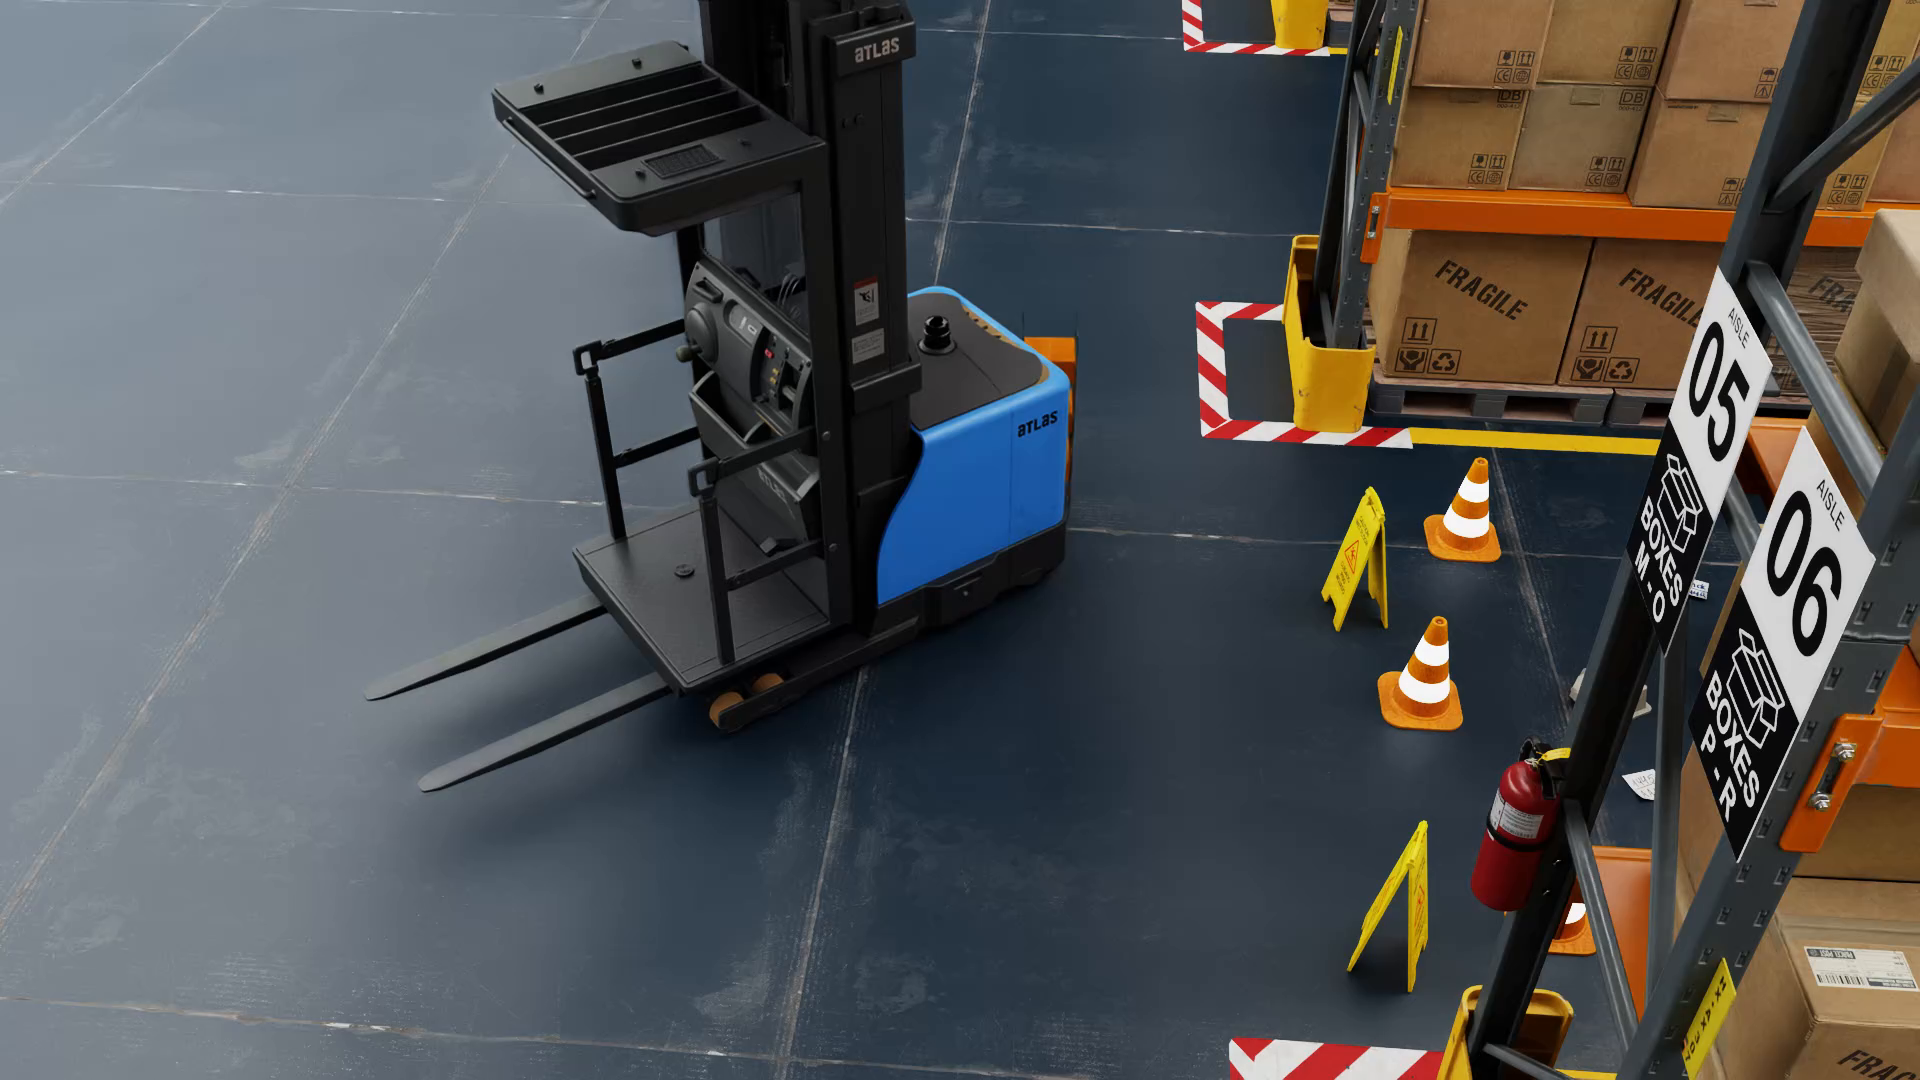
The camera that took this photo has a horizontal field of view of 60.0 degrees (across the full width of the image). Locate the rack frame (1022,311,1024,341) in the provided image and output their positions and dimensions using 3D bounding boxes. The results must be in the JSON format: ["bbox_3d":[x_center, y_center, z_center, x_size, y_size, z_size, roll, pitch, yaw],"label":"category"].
[{"bbox_3d":[0.284,-0.569,7.788,0.008,1.050,0.200,1,39,1],"label":"rack frame"}]

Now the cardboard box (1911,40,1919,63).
[{"bbox_3d":[4.520,-2.461,7.594,0.550,0.550,0.875,3,39,4],"label":"cardboard box"}]

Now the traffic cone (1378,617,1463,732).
[{"bbox_3d":[1.954,0.511,6.927,0.334,0.463,0.336,3,39,4],"label":"traffic cone"}]

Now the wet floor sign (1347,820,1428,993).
[{"bbox_3d":[1.560,1.261,5.860,0.232,0.644,0.267,16,42,19],"label":"wet floor sign"}]

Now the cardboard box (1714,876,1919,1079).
[{"bbox_3d":[2.105,1.077,3.906,0.500,0.500,0.500,3,39,3],"label":"cardboard box"}]

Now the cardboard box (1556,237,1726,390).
[{"bbox_3d":[3.542,-1.384,8.596,0.875,0.875,0.875,3,39,3],"label":"cardboard box"}]

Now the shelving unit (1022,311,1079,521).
[{"bbox_3d":[0.406,-0.567,7.785,0.252,1.050,0.215,1,39,1],"label":"shelving unit"}]

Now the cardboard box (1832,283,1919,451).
[{"bbox_3d":[2.190,-0.331,3.458,0.500,0.250,0.500,3,39,3],"label":"cardboard box"}]

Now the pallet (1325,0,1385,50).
[{"bbox_3d":[3.394,-4.049,12.728,1.213,0.211,1.003,3,39,4],"label":"pallet"}]

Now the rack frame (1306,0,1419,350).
[{"bbox_3d":[1.984,-2.087,8.109,0.127,3.000,1.000,3,39,4],"label":"rack frame"}]

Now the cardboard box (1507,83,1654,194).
[{"bbox_3d":[2.907,-2.138,8.052,0.550,0.550,0.875,3,39,4],"label":"cardboard box"}]

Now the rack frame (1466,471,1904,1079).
[{"bbox_3d":[1.657,1.031,4.277,0.127,3.000,1.000,3,39,4],"label":"rack frame"}]

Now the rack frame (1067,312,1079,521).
[{"bbox_3d":[0.528,-0.564,7.782,0.008,1.050,0.200,1,39,1],"label":"rack frame"}]

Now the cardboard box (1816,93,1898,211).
[{"bbox_3d":[3.986,-2.025,7.914,0.500,0.550,0.875,3,39,4],"label":"cardboard box"}]

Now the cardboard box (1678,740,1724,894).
[{"bbox_3d":[2.222,0.733,4.329,0.500,0.500,0.500,2,39,3],"label":"cardboard box"}]

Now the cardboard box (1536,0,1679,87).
[{"bbox_3d":[2.906,-2.548,7.700,0.550,0.550,0.875,3,39,4],"label":"cardboard box"}]

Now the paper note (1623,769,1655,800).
[{"bbox_3d":[2.771,0.982,6.689,0.142,0.019,0.148,-10,40,-12],"label":"paper note"}]

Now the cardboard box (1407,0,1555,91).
[{"bbox_3d":[2.350,-2.520,7.666,0.550,0.550,0.875,3,39,4],"label":"cardboard box"}]

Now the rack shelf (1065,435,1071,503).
[{"bbox_3d":[0.406,-0.343,7.967,0.240,0.259,0.215,1,39,1],"label":"rack shelf"}]

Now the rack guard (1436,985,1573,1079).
[{"bbox_3d":[1.733,2.005,5.061,0.348,0.500,1.175,3,39,4],"label":"rack guard"}]

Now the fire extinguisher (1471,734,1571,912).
[{"bbox_3d":[1.583,0.765,4.666,0.183,0.674,0.296,3,39,4],"label":"fire extinguisher"}]

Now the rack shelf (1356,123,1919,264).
[{"bbox_3d":[3.976,-1.700,8.202,4.000,0.370,1.077,3,39,4],"label":"rack shelf"}]

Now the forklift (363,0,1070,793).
[{"bbox_3d":[-1.013,-0.717,6.480,3.031,2.935,1.130,-24,45,-26],"label":"forklift"}]

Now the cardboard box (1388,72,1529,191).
[{"bbox_3d":[2.357,-2.154,8.072,0.550,0.550,0.875,3,39,4],"label":"cardboard box"}]

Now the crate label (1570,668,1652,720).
[{"bbox_3d":[2.743,0.641,7.025,0.298,0.136,0.250,-16,42,-19],"label":"crate label"}]

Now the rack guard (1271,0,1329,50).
[{"bbox_3d":[2.588,-4.228,12.719,0.348,0.500,1.175,3,39,4],"label":"rack guard"}]

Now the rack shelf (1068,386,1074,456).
[{"bbox_3d":[0.406,-0.559,7.792,0.240,0.259,0.215,1,39,1],"label":"rack shelf"}]

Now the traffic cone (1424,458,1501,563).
[{"bbox_3d":[2.390,-0.182,7.777,0.334,0.463,0.336,3,39,4],"label":"traffic cone"}]

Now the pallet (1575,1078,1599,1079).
[{"bbox_3d":[2.539,2.183,5.071,1.213,0.211,1.003,3,39,4],"label":"pallet"}]

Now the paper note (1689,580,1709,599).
[{"bbox_3d":[3.358,0.216,7.633,0.142,0.017,0.144,16,42,19],"label":"paper note"}]

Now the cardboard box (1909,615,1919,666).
[{"bbox_3d":[1.960,0.188,3.137,0.250,0.149,0.380,3,39,4],"label":"cardboard box"}]

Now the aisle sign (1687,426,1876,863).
[{"bbox_3d":[1.569,0.215,3.221,0.004,0.787,0.394,3,39,4],"label":"aisle sign"}]

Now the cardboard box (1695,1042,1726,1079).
[{"bbox_3d":[1.978,1.277,4.174,0.250,0.149,0.380,3,39,4],"label":"cardboard box"}]

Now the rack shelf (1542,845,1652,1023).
[{"bbox_3d":[3.650,1.419,4.371,4.000,0.370,1.077,3,39,4],"label":"rack shelf"}]

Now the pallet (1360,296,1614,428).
[{"bbox_3d":[2.787,-1.012,8.996,1.213,0.211,1.003,3,39,4],"label":"pallet"}]

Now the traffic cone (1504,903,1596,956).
[{"bbox_3d":[2.197,1.227,6.046,0.334,0.463,0.336,3,39,4],"label":"traffic cone"}]

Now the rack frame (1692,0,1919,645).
[{"bbox_3d":[1.657,-1.295,2.384,0.127,3.000,1.000,3,39,4],"label":"rack frame"}]

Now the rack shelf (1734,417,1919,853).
[{"bbox_3d":[3.650,0.256,3.424,4.000,0.370,1.077,3,39,4],"label":"rack shelf"}]

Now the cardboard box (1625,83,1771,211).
[{"bbox_3d":[3.454,-2.028,7.917,0.550,0.550,0.875,3,39,4],"label":"cardboard box"}]

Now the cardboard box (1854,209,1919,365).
[{"bbox_3d":[2.020,-0.511,3.364,0.250,0.149,0.380,3,39,4],"label":"cardboard box"}]

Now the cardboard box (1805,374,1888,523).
[{"bbox_3d":[2.037,-0.191,3.602,0.250,0.149,0.380,3,39,4],"label":"cardboard box"}]

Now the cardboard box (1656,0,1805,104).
[{"bbox_3d":[3.452,-2.432,7.558,0.550,0.550,0.875,3,39,4],"label":"cardboard box"}]

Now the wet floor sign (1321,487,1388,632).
[{"bbox_3d":[1.784,0.069,7.324,0.232,0.644,0.267,-3,39,-4],"label":"wet floor sign"}]

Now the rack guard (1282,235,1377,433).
[{"bbox_3d":[1.960,-1.119,8.900,0.348,0.500,1.175,3,39,4],"label":"rack guard"}]

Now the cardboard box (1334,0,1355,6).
[{"bbox_3d":[3.133,-4.350,12.536,0.500,0.500,0.500,10,40,12],"label":"cardboard box"}]

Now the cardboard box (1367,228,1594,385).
[{"bbox_3d":[2.665,-1.431,8.653,0.875,0.875,0.875,3,39,4],"label":"cardboard box"}]

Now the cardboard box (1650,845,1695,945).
[{"bbox_3d":[2.048,1.014,4.497,0.250,0.149,0.380,4,39,5],"label":"cardboard box"}]

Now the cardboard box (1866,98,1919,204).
[{"bbox_3d":[4.522,-2.060,7.956,0.550,0.550,0.875,3,39,4],"label":"cardboard box"}]

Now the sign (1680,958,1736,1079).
[{"bbox_3d":[1.611,1.037,3.585,0.005,0.325,0.100,3,39,4],"label":"sign"}]

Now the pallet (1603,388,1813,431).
[{"bbox_3d":[3.999,-0.944,8.913,1.213,0.211,1.003,3,39,4],"label":"pallet"}]

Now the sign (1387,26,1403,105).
[{"bbox_3d":[1.930,-2.105,7.382,0.005,0.325,0.100,3,39,4],"label":"sign"}]

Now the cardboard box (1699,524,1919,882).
[{"bbox_3d":[2.185,0.380,3.971,0.500,0.500,0.700,2,39,3],"label":"cardboard box"}]

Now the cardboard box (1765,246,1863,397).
[{"bbox_3d":[4.450,-1.333,8.533,0.875,0.875,0.875,3,39,4],"label":"cardboard box"}]

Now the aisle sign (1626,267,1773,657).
[{"bbox_3d":[1.620,-0.163,3.685,0.004,0.787,0.394,3,39,4],"label":"aisle sign"}]

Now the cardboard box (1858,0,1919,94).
[{"bbox_3d":[3.991,-2.485,7.623,0.500,0.550,0.875,3,39,4],"label":"cardboard box"}]

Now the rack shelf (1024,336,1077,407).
[{"bbox_3d":[0.406,-0.779,7.613,0.240,0.259,0.215,1,39,1],"label":"rack shelf"}]
